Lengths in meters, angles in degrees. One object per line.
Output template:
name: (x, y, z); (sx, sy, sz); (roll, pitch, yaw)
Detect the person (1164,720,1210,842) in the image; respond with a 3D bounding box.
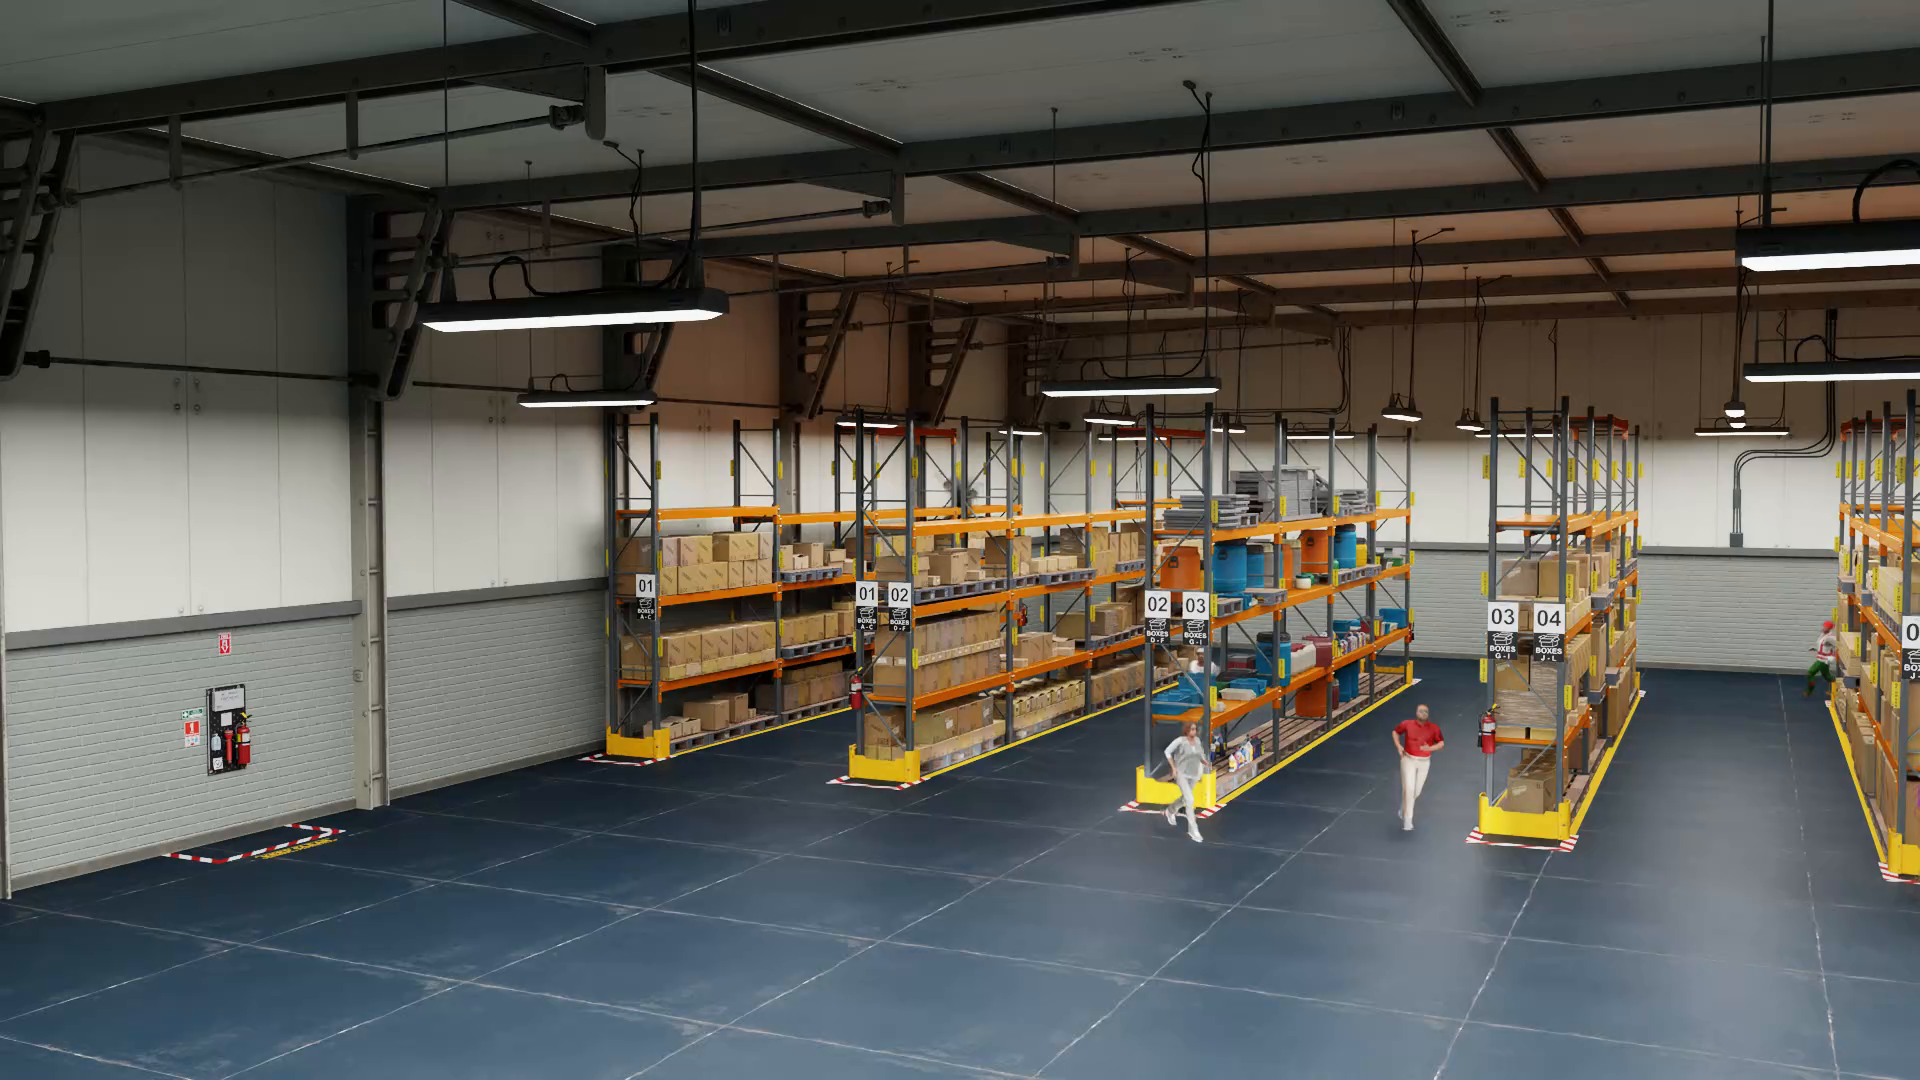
person: (3.067, 3.250, 22.767); (0.505, 1.602, 0.880); (-1, 3, -32)

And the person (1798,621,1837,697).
person: (18.886, 2.613, 36.502); (0.874, 1.729, 0.806); (2, 3, 33)

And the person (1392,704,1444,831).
person: (6.477, 3.177, 23.489); (0.689, 1.737, 0.915); (0, 2, 3)

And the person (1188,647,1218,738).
person: (4.467, 2.834, 30.714); (0.609, 1.722, 0.738); (1, 3, 20)
